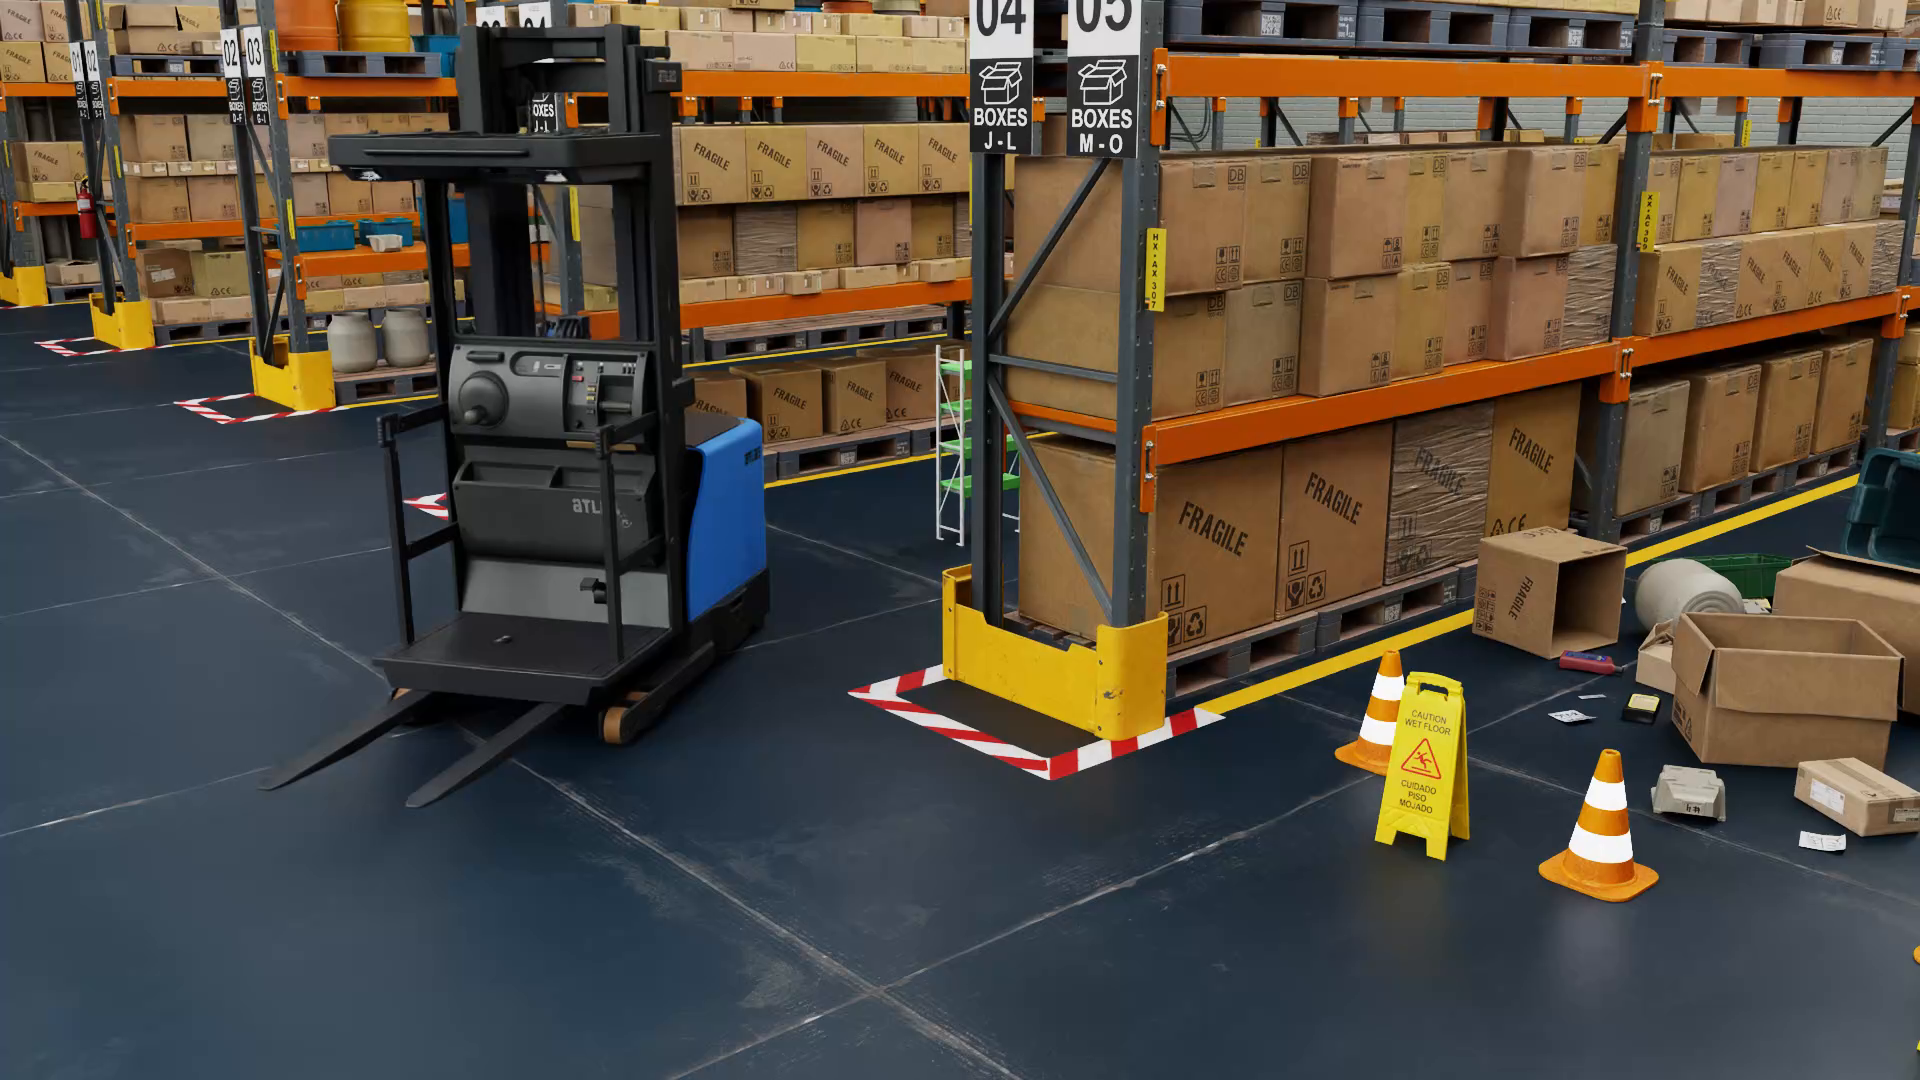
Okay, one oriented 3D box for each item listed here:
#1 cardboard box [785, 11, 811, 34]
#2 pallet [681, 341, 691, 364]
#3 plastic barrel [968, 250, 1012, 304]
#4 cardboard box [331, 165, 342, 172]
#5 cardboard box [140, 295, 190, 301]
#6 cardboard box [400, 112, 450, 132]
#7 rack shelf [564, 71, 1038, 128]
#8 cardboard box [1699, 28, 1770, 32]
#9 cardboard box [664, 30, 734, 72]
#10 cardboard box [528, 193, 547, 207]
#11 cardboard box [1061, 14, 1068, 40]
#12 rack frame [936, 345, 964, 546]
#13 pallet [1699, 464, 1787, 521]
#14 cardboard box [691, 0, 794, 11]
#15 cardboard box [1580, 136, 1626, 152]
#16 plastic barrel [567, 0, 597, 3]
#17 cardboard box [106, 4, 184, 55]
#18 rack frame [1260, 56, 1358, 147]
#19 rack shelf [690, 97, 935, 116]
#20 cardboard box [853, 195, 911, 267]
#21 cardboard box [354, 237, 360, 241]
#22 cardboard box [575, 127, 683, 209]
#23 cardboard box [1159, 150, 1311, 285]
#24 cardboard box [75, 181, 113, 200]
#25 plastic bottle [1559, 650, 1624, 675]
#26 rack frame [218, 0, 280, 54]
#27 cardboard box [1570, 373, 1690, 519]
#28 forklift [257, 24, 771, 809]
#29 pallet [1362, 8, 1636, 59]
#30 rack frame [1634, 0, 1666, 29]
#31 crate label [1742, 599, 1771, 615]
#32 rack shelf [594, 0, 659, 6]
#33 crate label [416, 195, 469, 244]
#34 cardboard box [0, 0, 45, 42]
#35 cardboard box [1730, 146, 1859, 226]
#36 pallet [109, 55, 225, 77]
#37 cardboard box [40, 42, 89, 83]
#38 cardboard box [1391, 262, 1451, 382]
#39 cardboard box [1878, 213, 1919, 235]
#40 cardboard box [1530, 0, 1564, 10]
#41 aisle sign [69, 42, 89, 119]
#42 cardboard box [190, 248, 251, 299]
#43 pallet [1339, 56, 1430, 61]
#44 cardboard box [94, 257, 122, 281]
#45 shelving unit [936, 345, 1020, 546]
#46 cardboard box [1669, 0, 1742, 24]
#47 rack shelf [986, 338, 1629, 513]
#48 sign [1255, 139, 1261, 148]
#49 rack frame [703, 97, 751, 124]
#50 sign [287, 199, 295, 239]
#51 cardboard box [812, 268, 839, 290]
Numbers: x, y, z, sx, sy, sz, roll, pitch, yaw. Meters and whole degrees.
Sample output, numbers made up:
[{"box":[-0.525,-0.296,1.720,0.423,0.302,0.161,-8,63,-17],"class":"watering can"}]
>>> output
[{"box":[-1.236,-3.554,11.449,0.250,0.149,0.380,-13,20,-40],"class":"cardboard box"},{"box":[-3.524,-1.907,16.980,1.213,0.211,1.003,-13,19,-39],"class":"pallet"},{"box":[0.385,-3.278,20.102,0.708,0.830,0.600,-13,19,-39],"class":"plastic barrel"},{"box":[-7.262,-4.384,19.399,0.250,0.149,0.380,-12,19,-38],"class":"cardboard box"},{"box":[-9.046,-2.670,18.948,0.500,0.250,0.500,-13,19,-39],"class":"cardboard box"},{"box":[-6.570,-4.924,20.162,0.500,0.500,0.700,-13,19,-39],"class":"cardboard box"},{"box":[-1.248,-3.159,11.844,4.000,0.370,1.077,-13,19,-39],"class":"rack shelf"},{"box":[5.003,-3.496,10.879,0.500,0.311,0.500,-13,20,-40],"class":"cardboard box"},{"box":[-1.838,-3.215,10.951,0.500,0.250,0.500,-13,20,-41],"class":"cardboard box"},{"box":[-5.436,-4.314,21.074,0.250,0.149,0.380,-13,19,-39],"class":"cardboard box"},{"box":[0.681,-4.158,13.178,0.637,0.503,0.797,-14,20,-42],"class":"cardboard box"},{"box":[-0.059,-0.566,10.045,0.015,1.200,0.240,-13,19,-39],"class":"rack frame"},{"box":[4.894,-0.419,11.409,1.213,0.211,1.003,-13,19,-39],"class":"pallet"},{"box":[-1.459,-3.800,11.111,0.500,0.500,0.500,-13,20,-40],"class":"cardboard box"},{"box":[7.202,-4.298,18.788,0.500,0.500,0.500,-13,19,-39],"class":"cardboard box"},{"box":[-3.811,-5.106,15.957,0.708,0.901,0.600,-13,19,-39],"class":"plastic barrel"},{"box":[-8.820,-5.513,17.981,0.637,0.503,0.797,-11,18,-36],"class":"cardboard box"},{"box":[3.279,-3.073,15.943,0.127,3.000,1.000,-13,19,-39],"class":"rack frame"},{"box":[-1.481,-4.800,17.990,4.000,0.370,1.077,-13,19,-39],"class":"rack shelf"},{"box":[-0.830,-2.341,12.433,0.500,0.500,0.875,-13,19,-39],"class":"cardboard box"},{"box":[-7.166,-3.458,20.444,0.500,0.500,0.500,-13,19,-39],"class":"cardboard box"},{"box":[-2.163,-2.433,10.839,0.500,0.500,0.500,-13,19,-39],"class":"cardboard box"},{"box":[1.083,-1.496,7.655,0.550,0.550,0.875,-13,19,-39],"class":"cardboard box"},{"box":[-11.552,-4.660,22.134,0.500,0.250,0.500,-13,20,-41],"class":"cardboard box"},{"box":[3.017,0.589,7.927,0.283,0.061,0.133,8,17,28],"class":"plastic bottle"},{"box":[-6.008,-5.581,13.705,0.127,3.000,1.000,-13,19,-39],"class":"rack frame"},{"box":[3.850,-0.652,10.423,0.750,0.750,1.050,-13,20,-40],"class":"cardboard box"},{"box":[-1.846,-0.659,7.037,1.130,2.935,3.031,4,15,14],"class":"forklift"},{"box":[2.817,-2.683,8.840,1.213,0.211,1.003,-13,19,-39],"class":"pallet"},{"box":[3.441,-4.311,8.953,0.127,3.000,1.000,-13,19,-39],"class":"rack frame"},{"box":[3.988,0.395,8.505,0.298,0.136,0.250,2,15,9],"class":"crate label"},{"box":[-4.967,-8.663,27.412,4.000,0.370,1.077,-13,19,-39],"class":"rack shelf"},{"box":[-4.797,-3.064,15.839,0.616,0.435,0.502,-13,19,-39],"class":"crate label"},{"box":[-12.061,-6.619,21.236,0.500,0.500,0.500,14,21,43],"class":"cardboard box"},{"box":[5.732,-2.462,11.523,0.500,0.500,0.700,-13,20,-40],"class":"cardboard box"},{"box":[-8.706,-5.168,18.146,1.213,0.211,1.003,-13,19,-39],"class":"pallet"},{"box":[-11.666,-6.210,21.642,0.500,0.500,0.500,-11,19,-36],"class":"cardboard box"},{"box":[1.952,-1.145,8.434,0.500,0.550,0.875,-13,19,-39],"class":"cardboard box"},{"box":[6.955,-2.359,12.364,0.250,0.149,0.380,-12,19,-37],"class":"cardboard box"},{"box":[2.799,-2.738,8.354,0.250,0.149,0.380,-13,19,-39],"class":"cardboard box"},{"box":[-9.499,-4.949,17.929,0.004,0.787,0.394,-13,19,-39],"class":"aisle sign"},{"box":[-8.330,-3.017,18.792,0.500,0.500,0.500,-13,19,-39],"class":"cardboard box"},{"box":[3.729,-4.551,16.027,1.003,0.211,1.213,-12,19,-37],"class":"pallet"},{"box":[-11.500,-3.721,22.725,0.500,0.311,0.500,-11,18,-35],"class":"cardboard box"},{"box":[0.125,-0.608,10.200,0.503,1.200,0.258,-13,19,-39],"class":"shelving unit"},{"box":[4.386,-3.119,9.782,0.380,0.149,0.250,-13,19,-39],"class":"cardboard box"},{"box":[1.932,-0.727,8.552,4.000,0.370,1.077,-13,19,-39],"class":"rack shelf"},{"box":[2.912,-3.740,16.196,0.005,0.325,0.100,-13,19,-39],"class":"sign"},{"box":[-3.221,-5.002,23.165,0.127,3.000,1.000,-13,19,-39],"class":"rack frame"},{"box":[-5.650,-2.708,14.040,0.005,0.325,0.100,-13,19,-39],"class":"sign"},{"box":[-1.088,-1.902,12.045,0.250,0.149,0.380,-13,19,-39],"class":"cardboard box"}]
